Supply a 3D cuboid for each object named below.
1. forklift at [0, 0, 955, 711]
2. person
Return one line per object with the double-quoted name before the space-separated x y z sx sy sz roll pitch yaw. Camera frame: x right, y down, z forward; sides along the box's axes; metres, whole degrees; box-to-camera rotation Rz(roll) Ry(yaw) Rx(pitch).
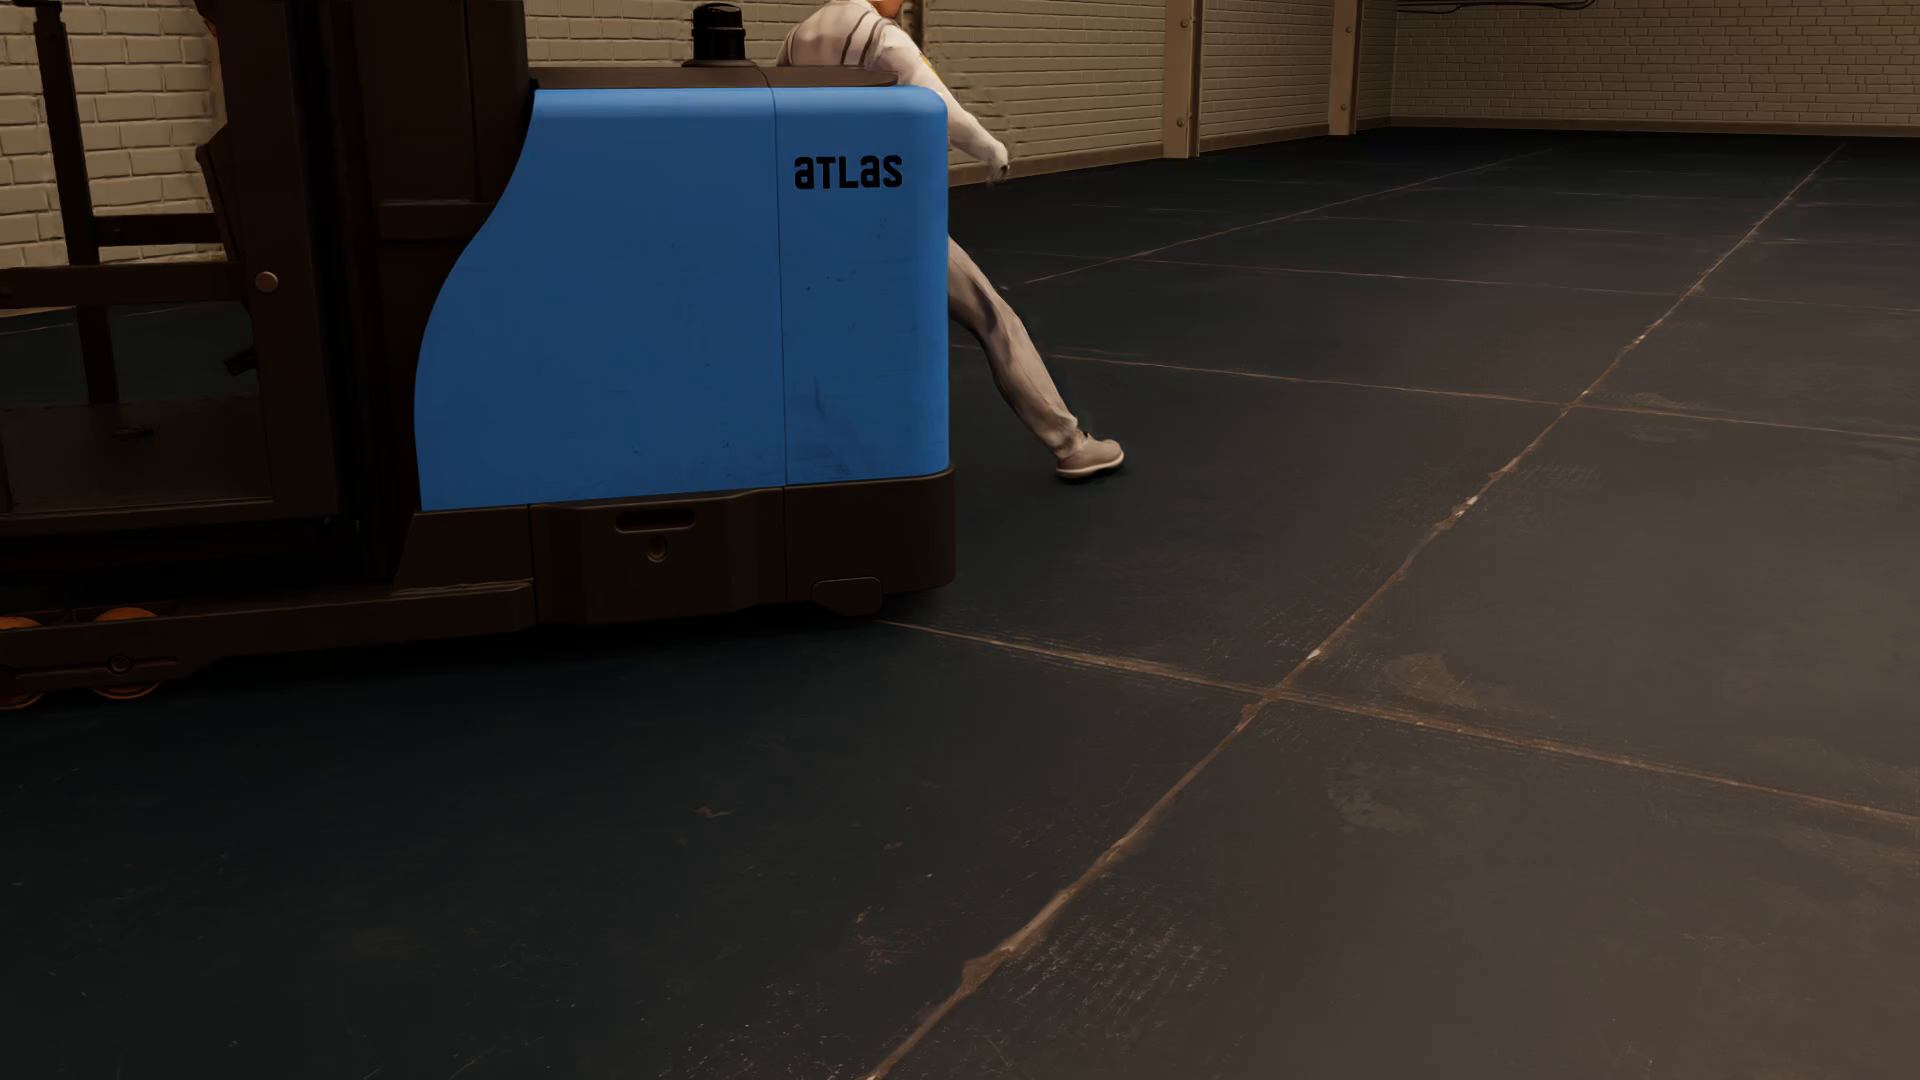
"forklift" -1.585 -1.264 3.145 3.031 2.935 1.130 -5 17 -15
"person" -0.195 -0.943 4.665 0.810 1.489 1.209 -15 22 -41
